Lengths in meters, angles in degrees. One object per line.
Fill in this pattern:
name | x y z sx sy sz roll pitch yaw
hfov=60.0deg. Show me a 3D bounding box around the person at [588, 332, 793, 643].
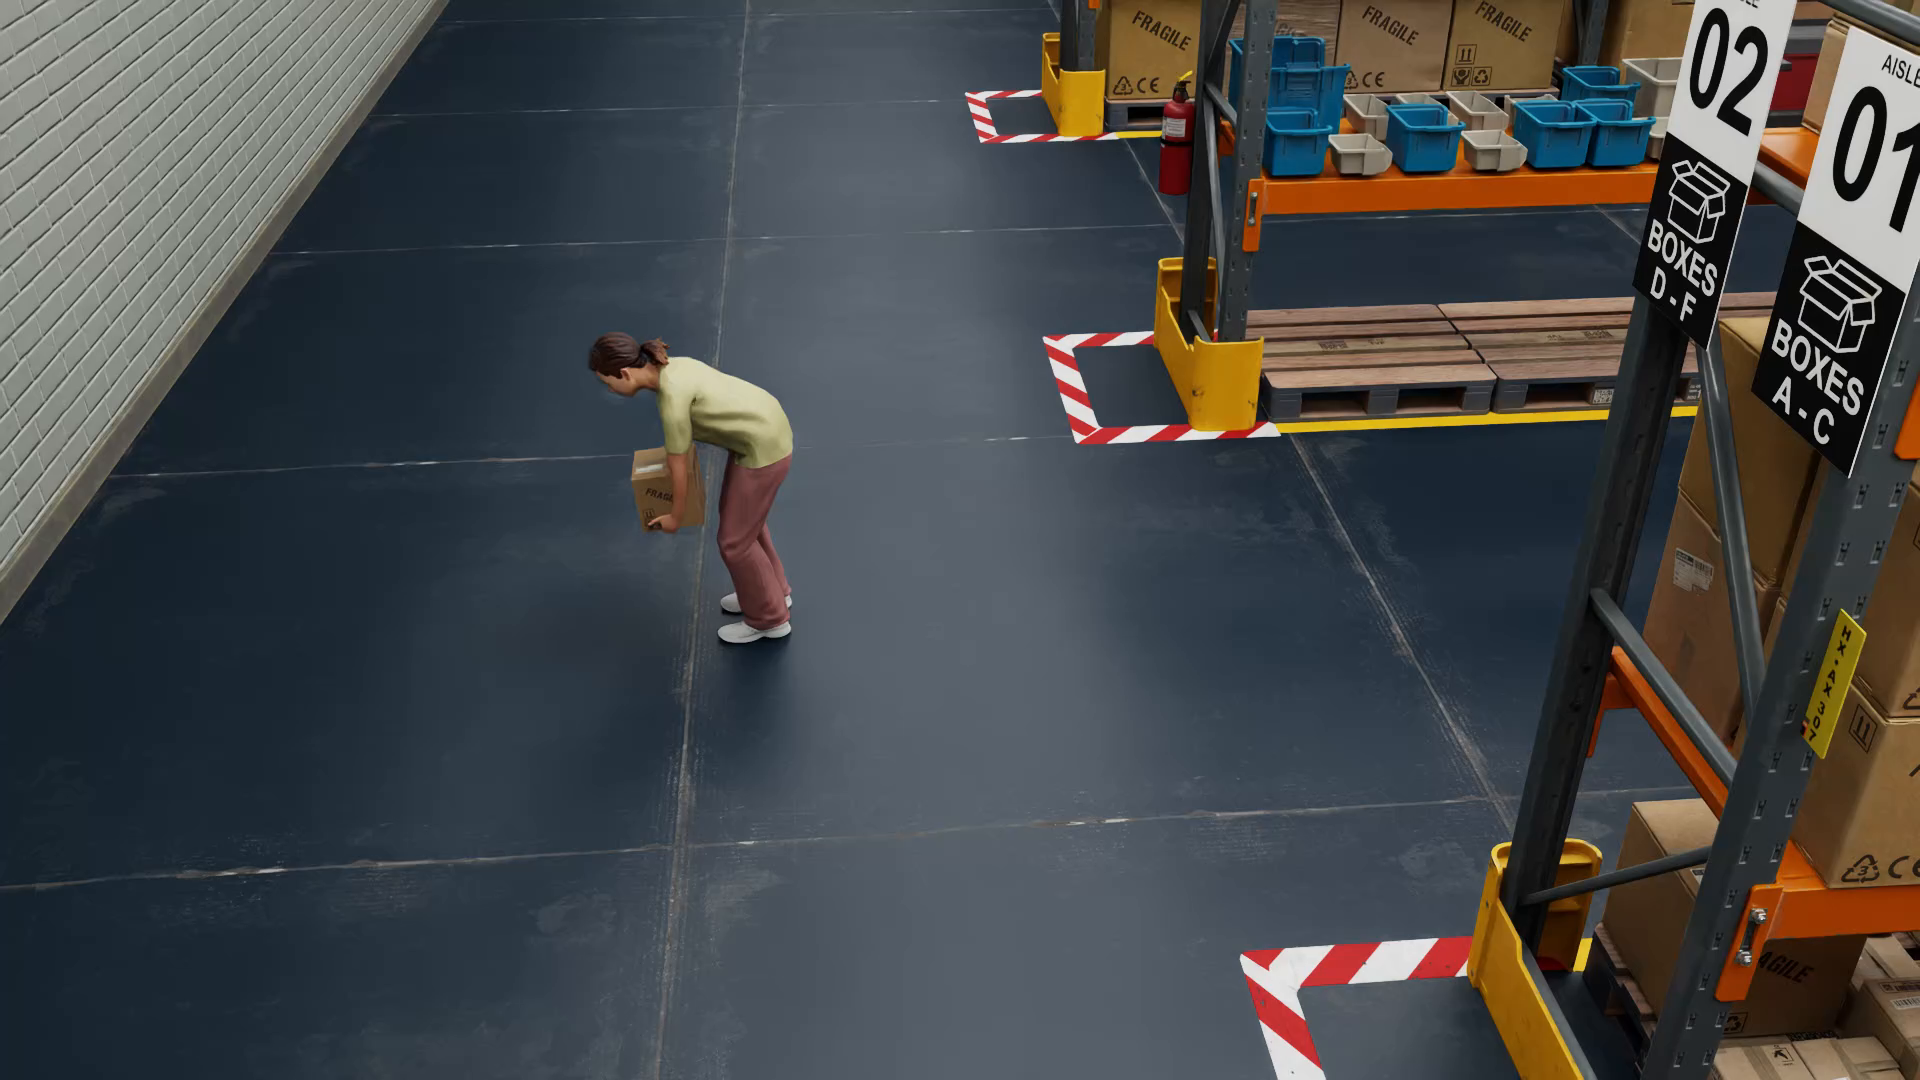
person | -1.061 -0.227 6.799 0.777 1.380 0.406 -3 31 -6
